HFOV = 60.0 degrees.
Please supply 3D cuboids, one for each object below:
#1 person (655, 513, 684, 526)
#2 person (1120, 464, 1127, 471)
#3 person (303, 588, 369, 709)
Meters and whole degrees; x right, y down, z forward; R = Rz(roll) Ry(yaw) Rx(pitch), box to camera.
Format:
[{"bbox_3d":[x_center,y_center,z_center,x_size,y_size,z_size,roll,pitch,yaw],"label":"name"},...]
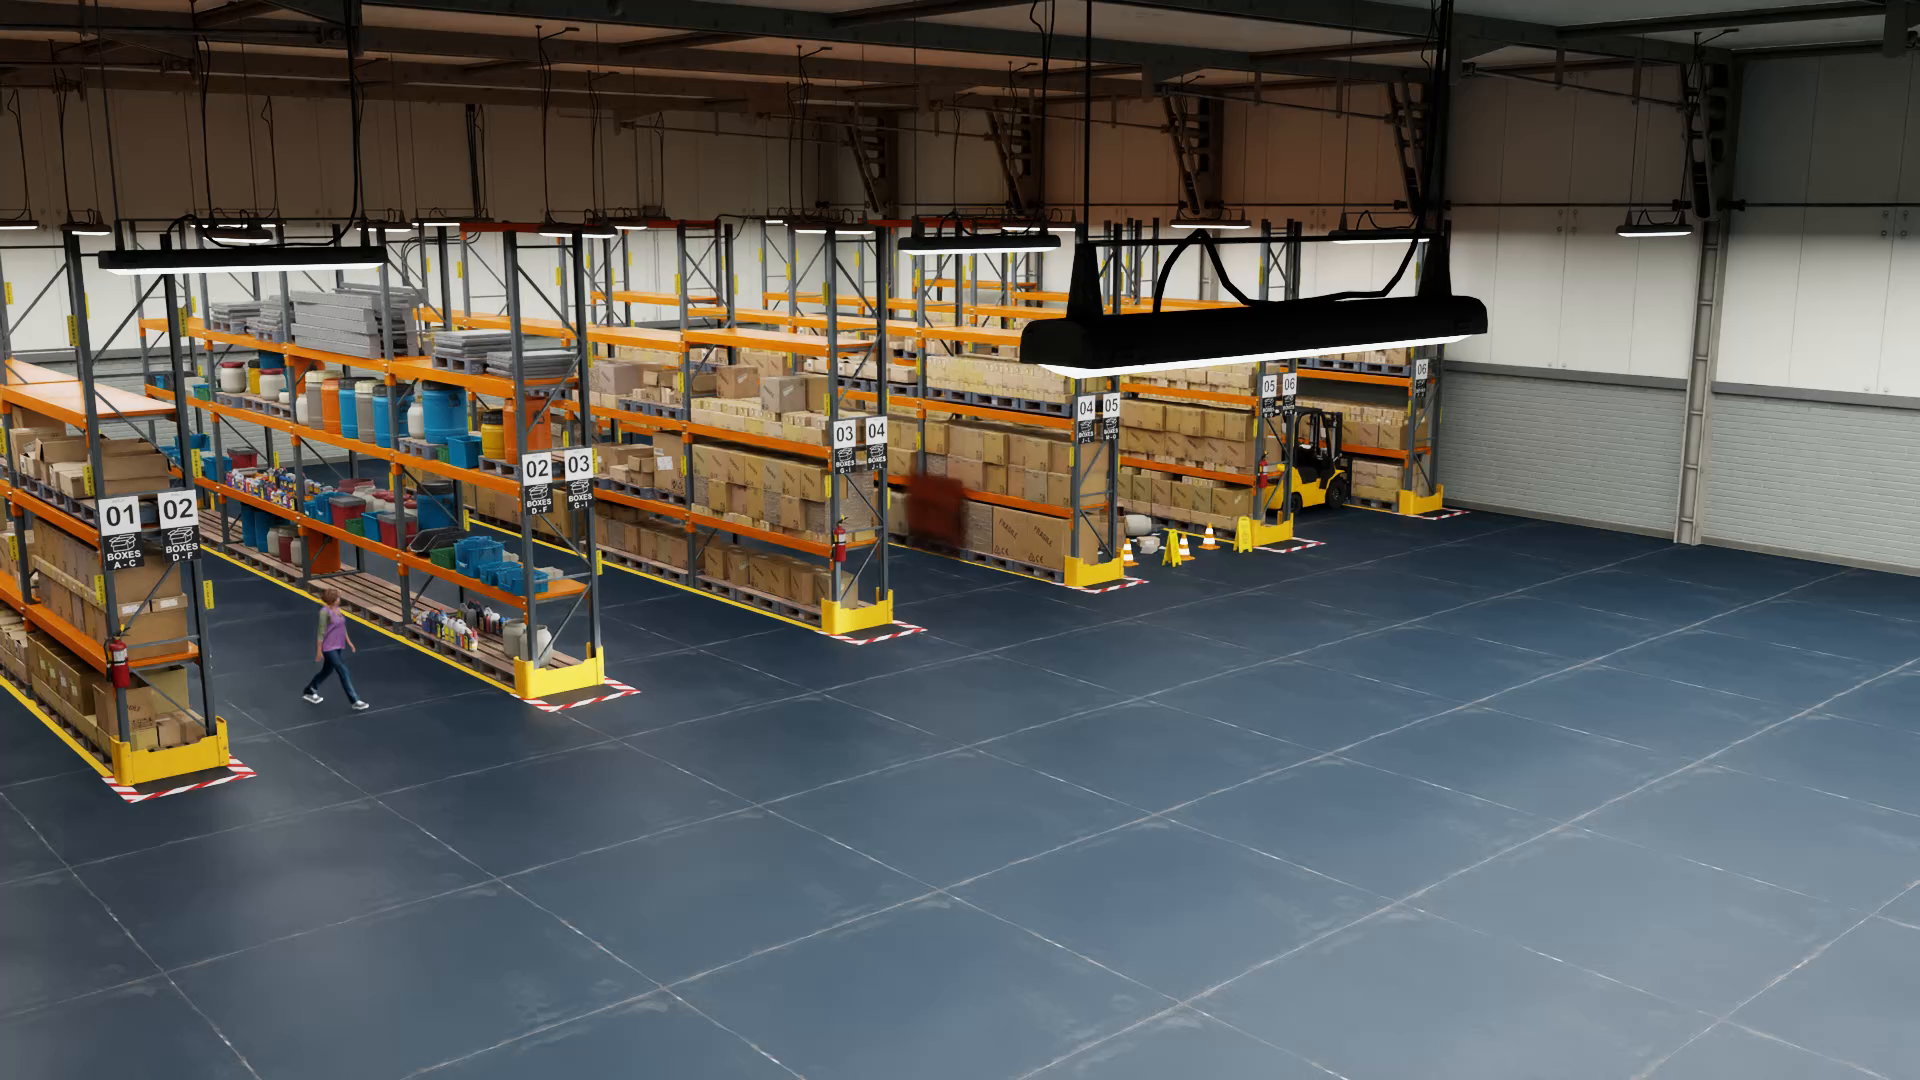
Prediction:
[{"bbox_3d":[-5.657,-0.986,32.214,0.569,1.720,0.995,-7,14,-32],"label":"person"},{"bbox_3d":[3.686,-1.914,37.163,0.367,1.707,0.519,5,12,23],"label":"person"},{"bbox_3d":[-7.945,1.358,21.129,0.979,1.536,0.479,2,12,11],"label":"person"}]
